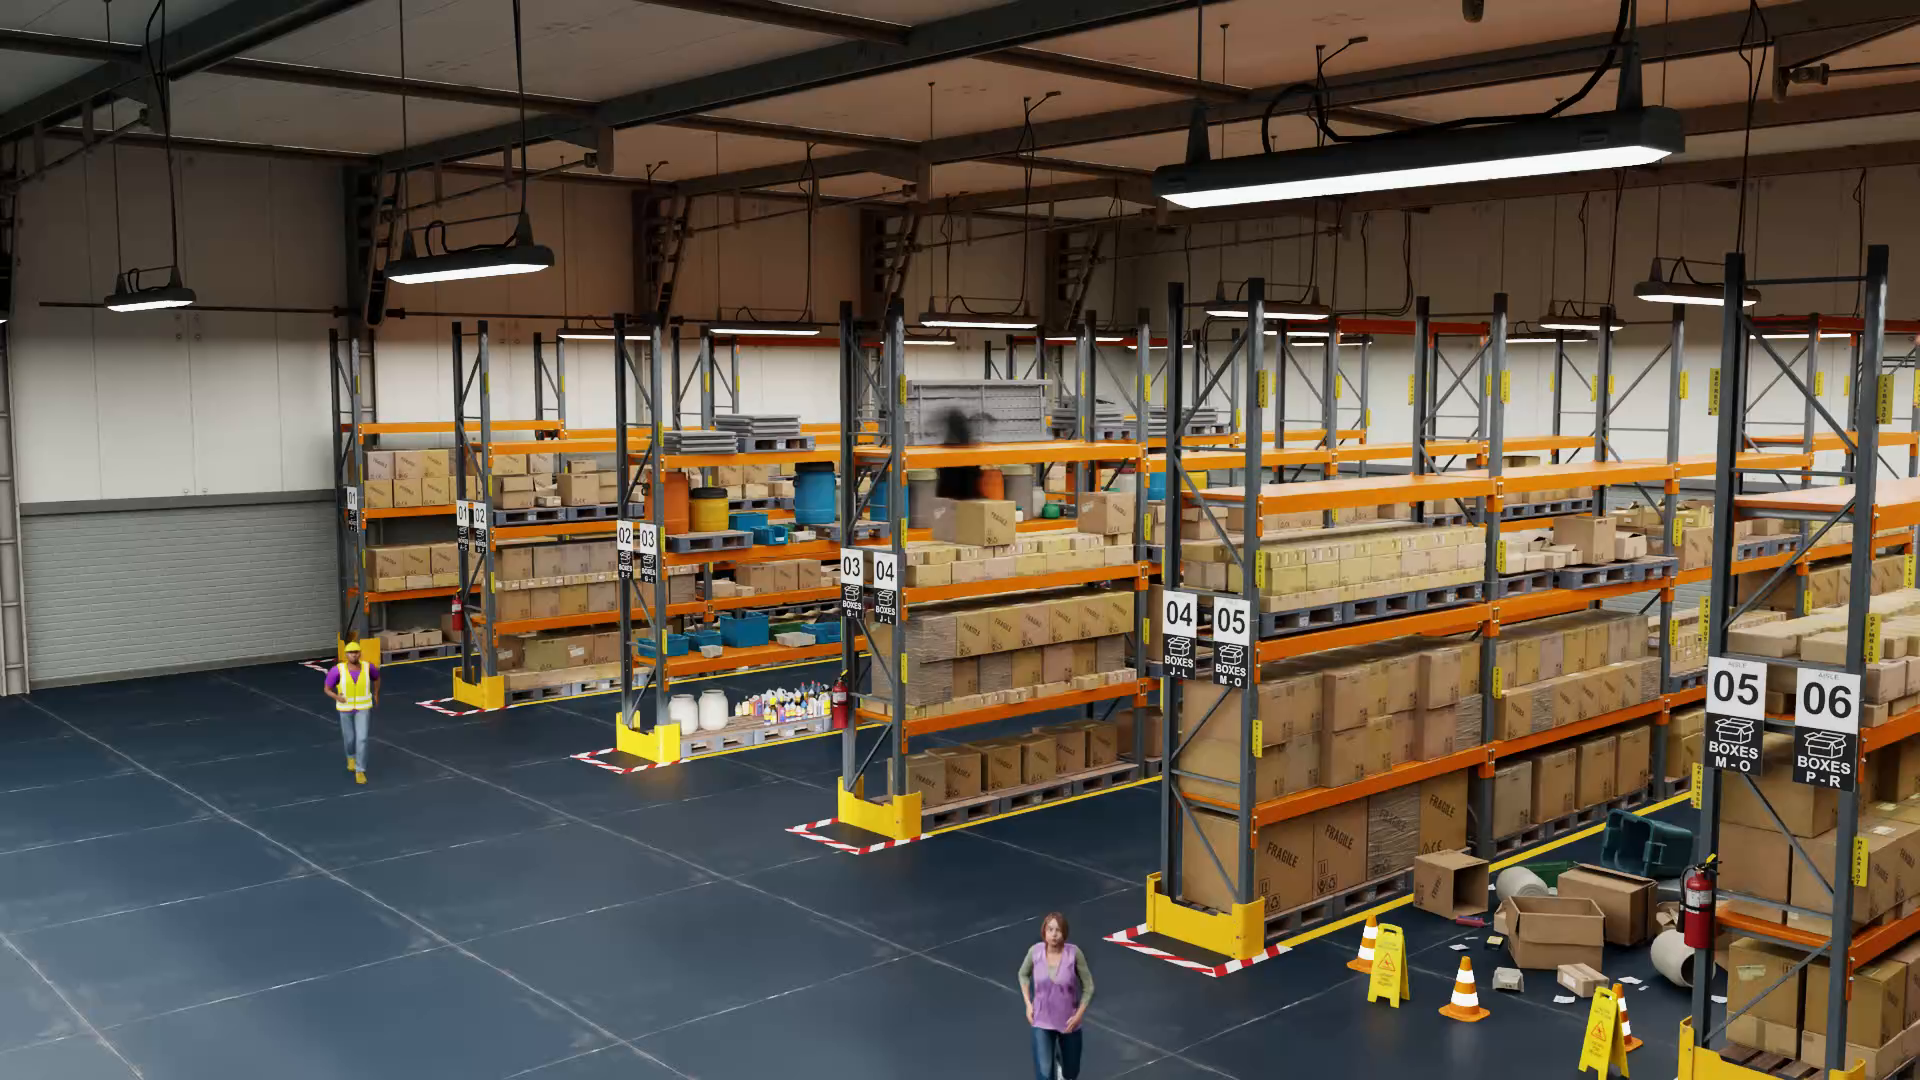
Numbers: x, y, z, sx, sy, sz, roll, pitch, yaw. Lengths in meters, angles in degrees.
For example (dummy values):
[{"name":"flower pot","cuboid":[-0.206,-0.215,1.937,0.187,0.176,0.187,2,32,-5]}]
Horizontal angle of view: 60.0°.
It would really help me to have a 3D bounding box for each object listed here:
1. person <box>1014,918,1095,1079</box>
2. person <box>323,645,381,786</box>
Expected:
[{"name":"person","cuboid":[0.637,3.305,11.231,0.548,1.558,0.701,0,6,2]},{"name":"person","cuboid":[-7.747,2.203,21.245,0.703,1.757,0.853,-2,6,-22]}]
